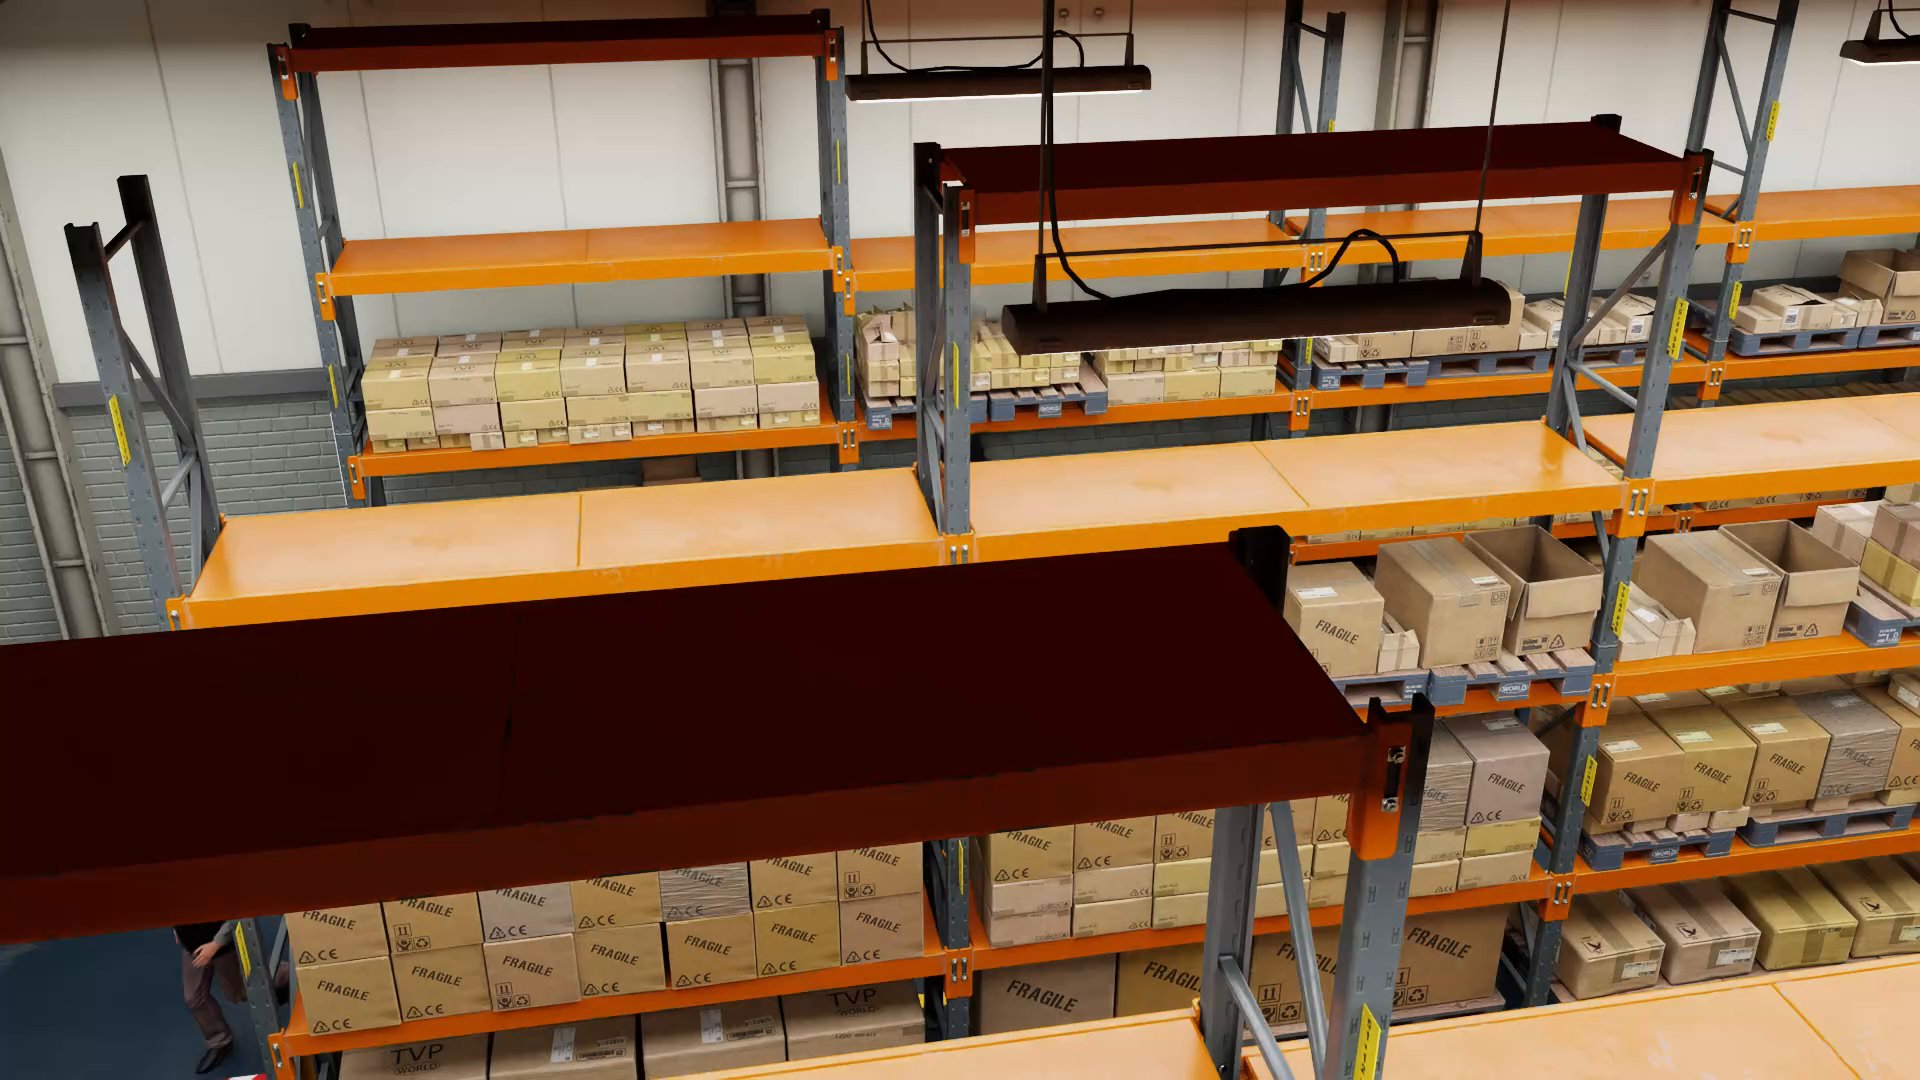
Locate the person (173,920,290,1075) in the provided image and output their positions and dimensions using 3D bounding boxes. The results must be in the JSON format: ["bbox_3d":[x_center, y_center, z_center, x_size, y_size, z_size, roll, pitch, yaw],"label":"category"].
[{"bbox_3d":[-4.871,2.621,10.952,0.649,1.708,0.798,11,28,21],"label":"person"}]
